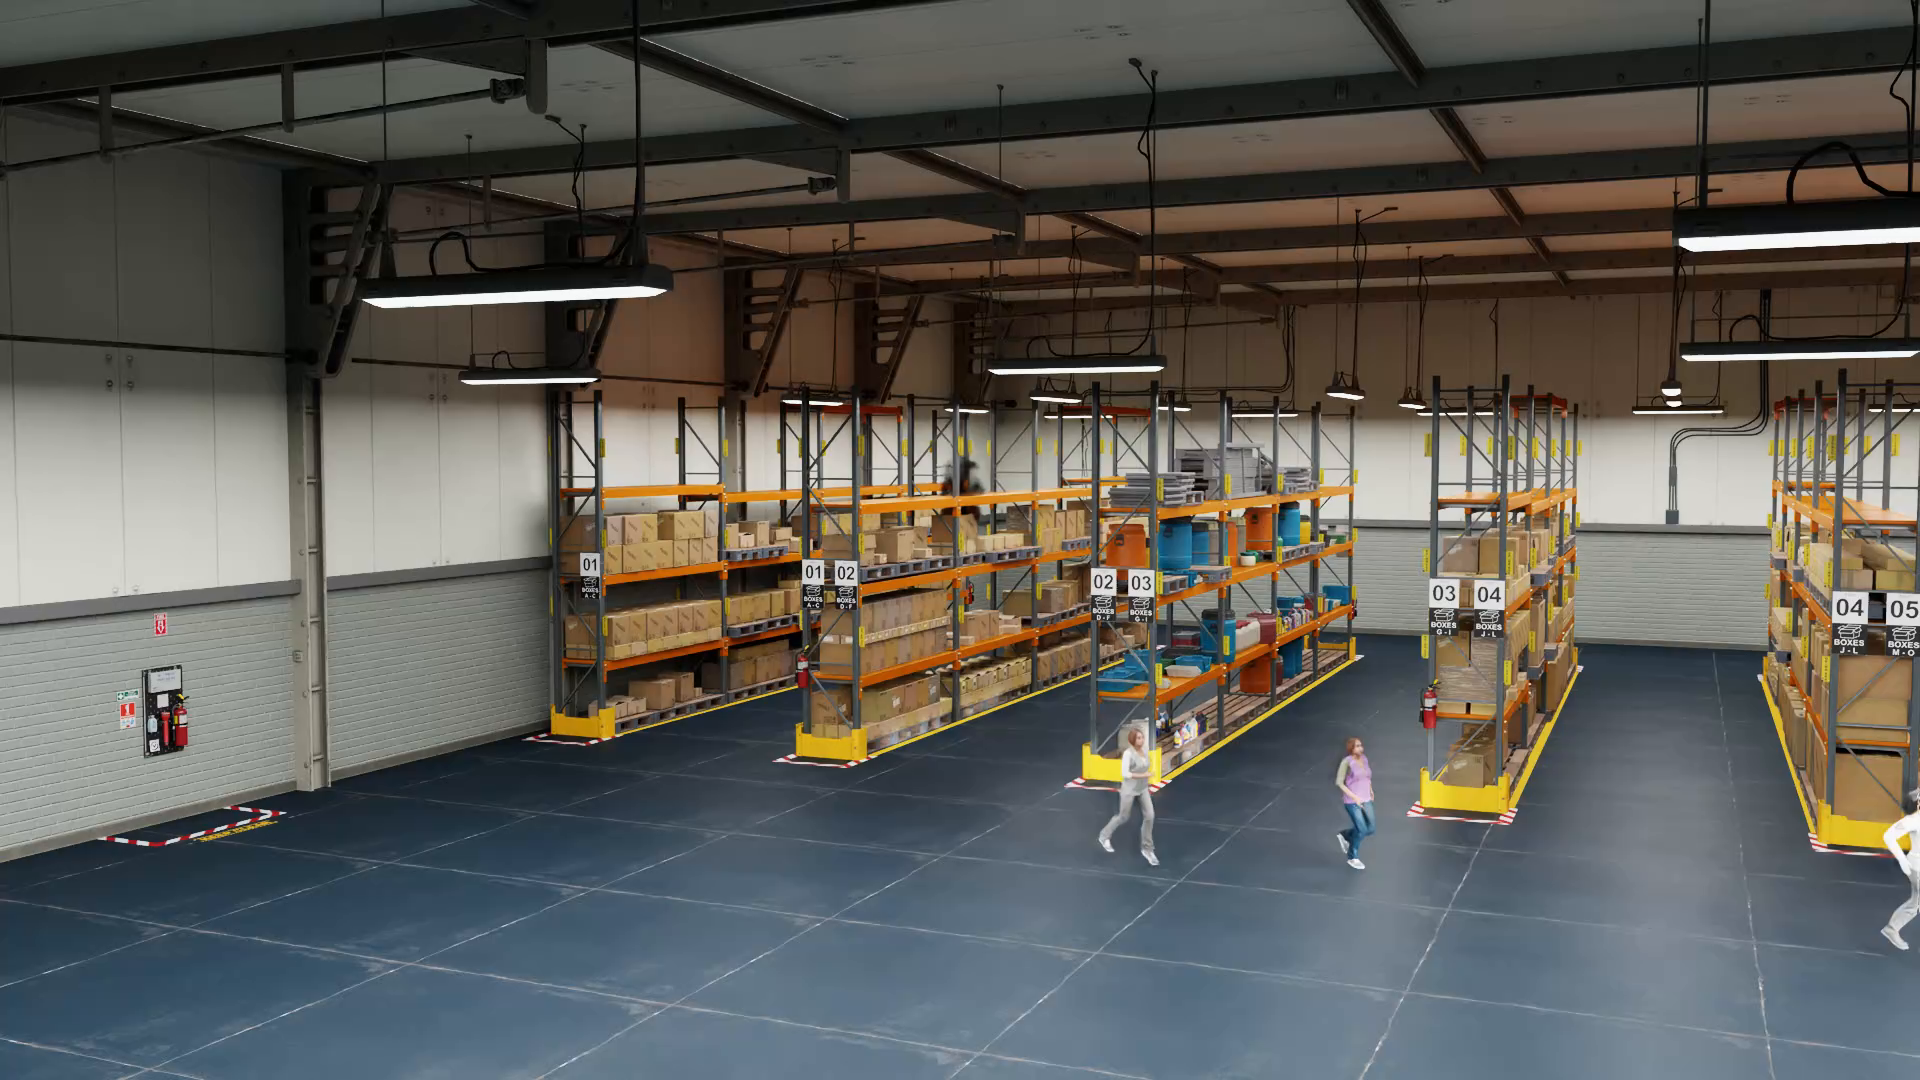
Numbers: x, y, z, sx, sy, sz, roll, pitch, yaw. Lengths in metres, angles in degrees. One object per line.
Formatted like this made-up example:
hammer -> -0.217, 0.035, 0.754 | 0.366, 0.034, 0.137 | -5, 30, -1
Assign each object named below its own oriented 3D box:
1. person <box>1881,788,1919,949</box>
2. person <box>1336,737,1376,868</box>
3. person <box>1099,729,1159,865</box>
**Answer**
person -> 9.369, 3.250, 16.200 | 0.587, 1.741, 0.808 | -2, 4, -33
person -> 4.722, 3.130, 19.910 | 0.541, 1.566, 0.496 | -2, 4, -33
person -> 2.087, 3.085, 20.209 | 0.548, 1.628, 0.845 | -3, 4, -39
